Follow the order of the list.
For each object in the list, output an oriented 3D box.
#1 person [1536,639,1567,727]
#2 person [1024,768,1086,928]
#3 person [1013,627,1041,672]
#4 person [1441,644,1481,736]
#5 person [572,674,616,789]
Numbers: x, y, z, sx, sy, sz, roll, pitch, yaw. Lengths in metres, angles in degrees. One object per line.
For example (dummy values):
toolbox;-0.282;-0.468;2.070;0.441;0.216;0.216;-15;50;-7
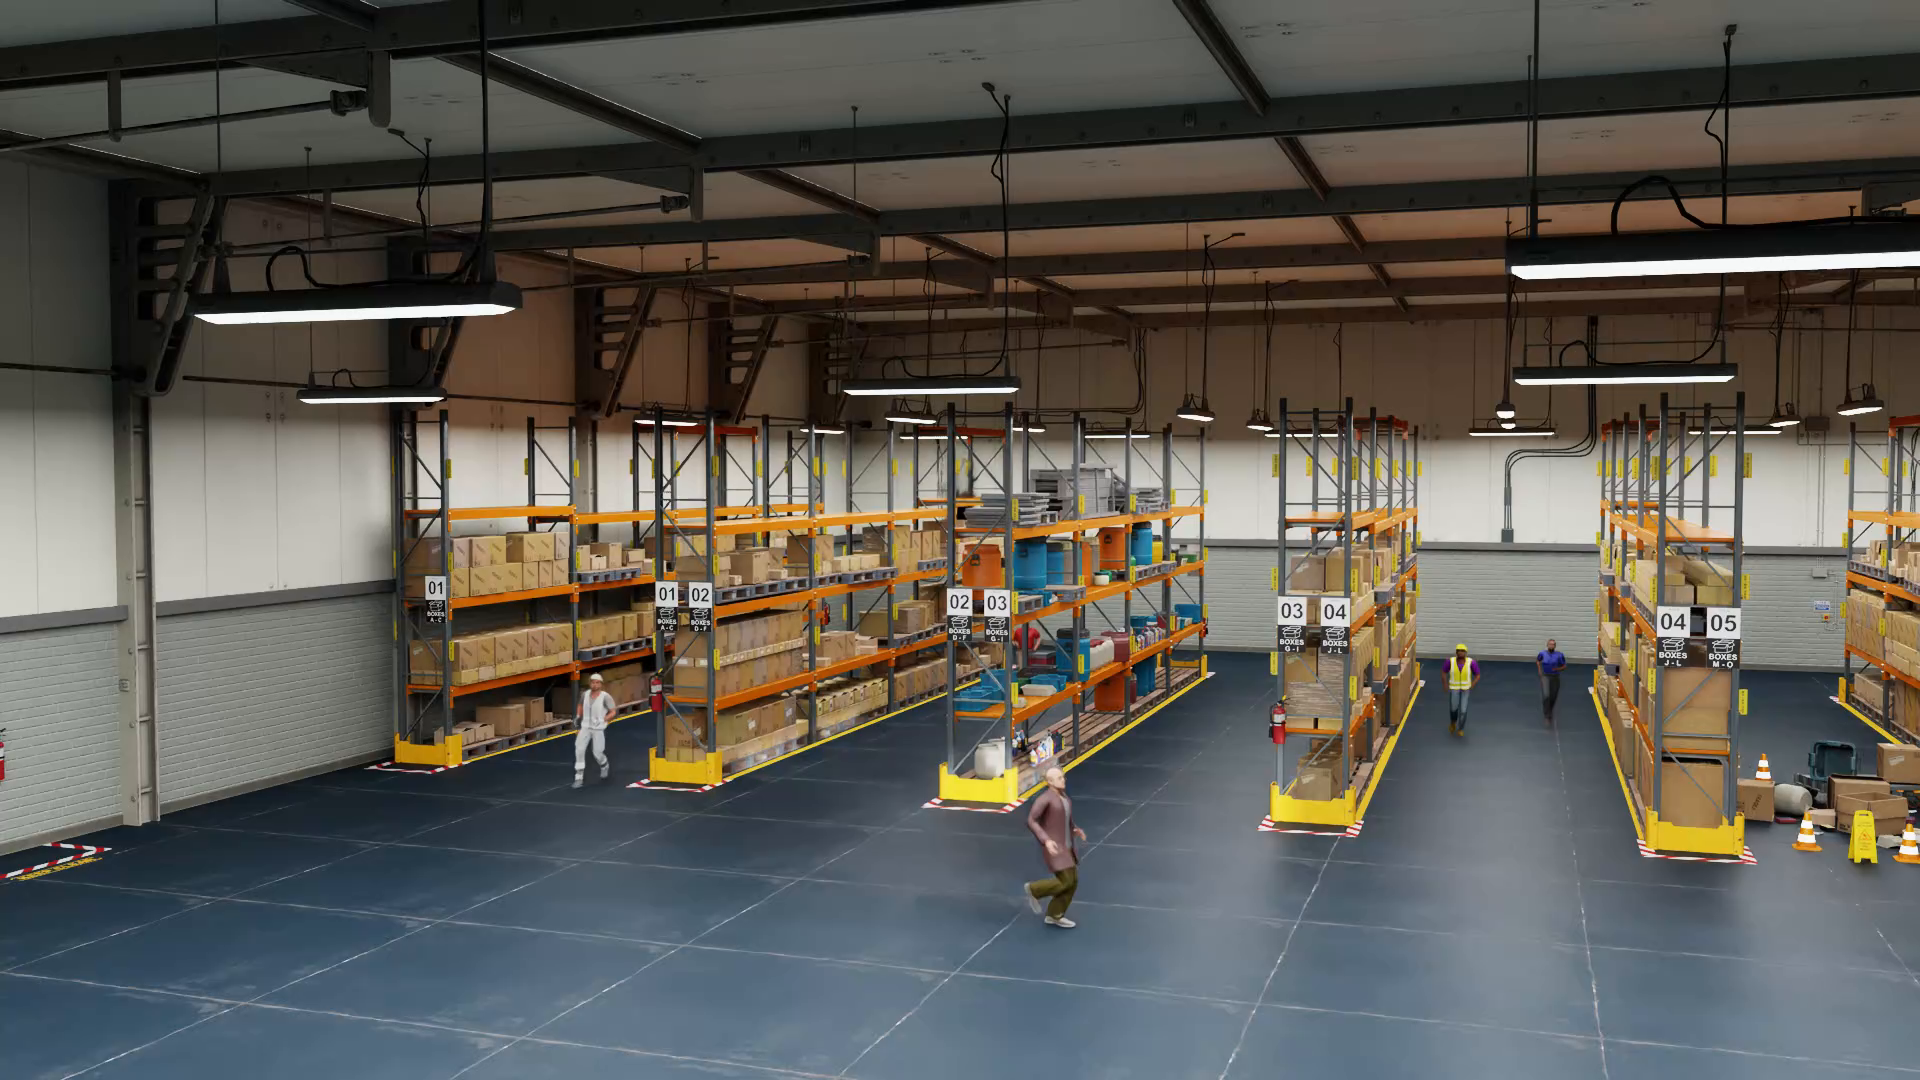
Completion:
person;11.633;2.791;32.696;0.543;1.703;0.982;1;3;13
person;1.043;3.358;18.196;0.637;1.733;0.709;2;3;34
person;1.463;2.567;37.019;0.648;1.704;0.617;0;2;8
person;9.369;2.804;31.086;0.710;1.727;0.546;1;3;16
person;-5.821;3.004;26.382;0.695;1.756;0.908;1;2;12
